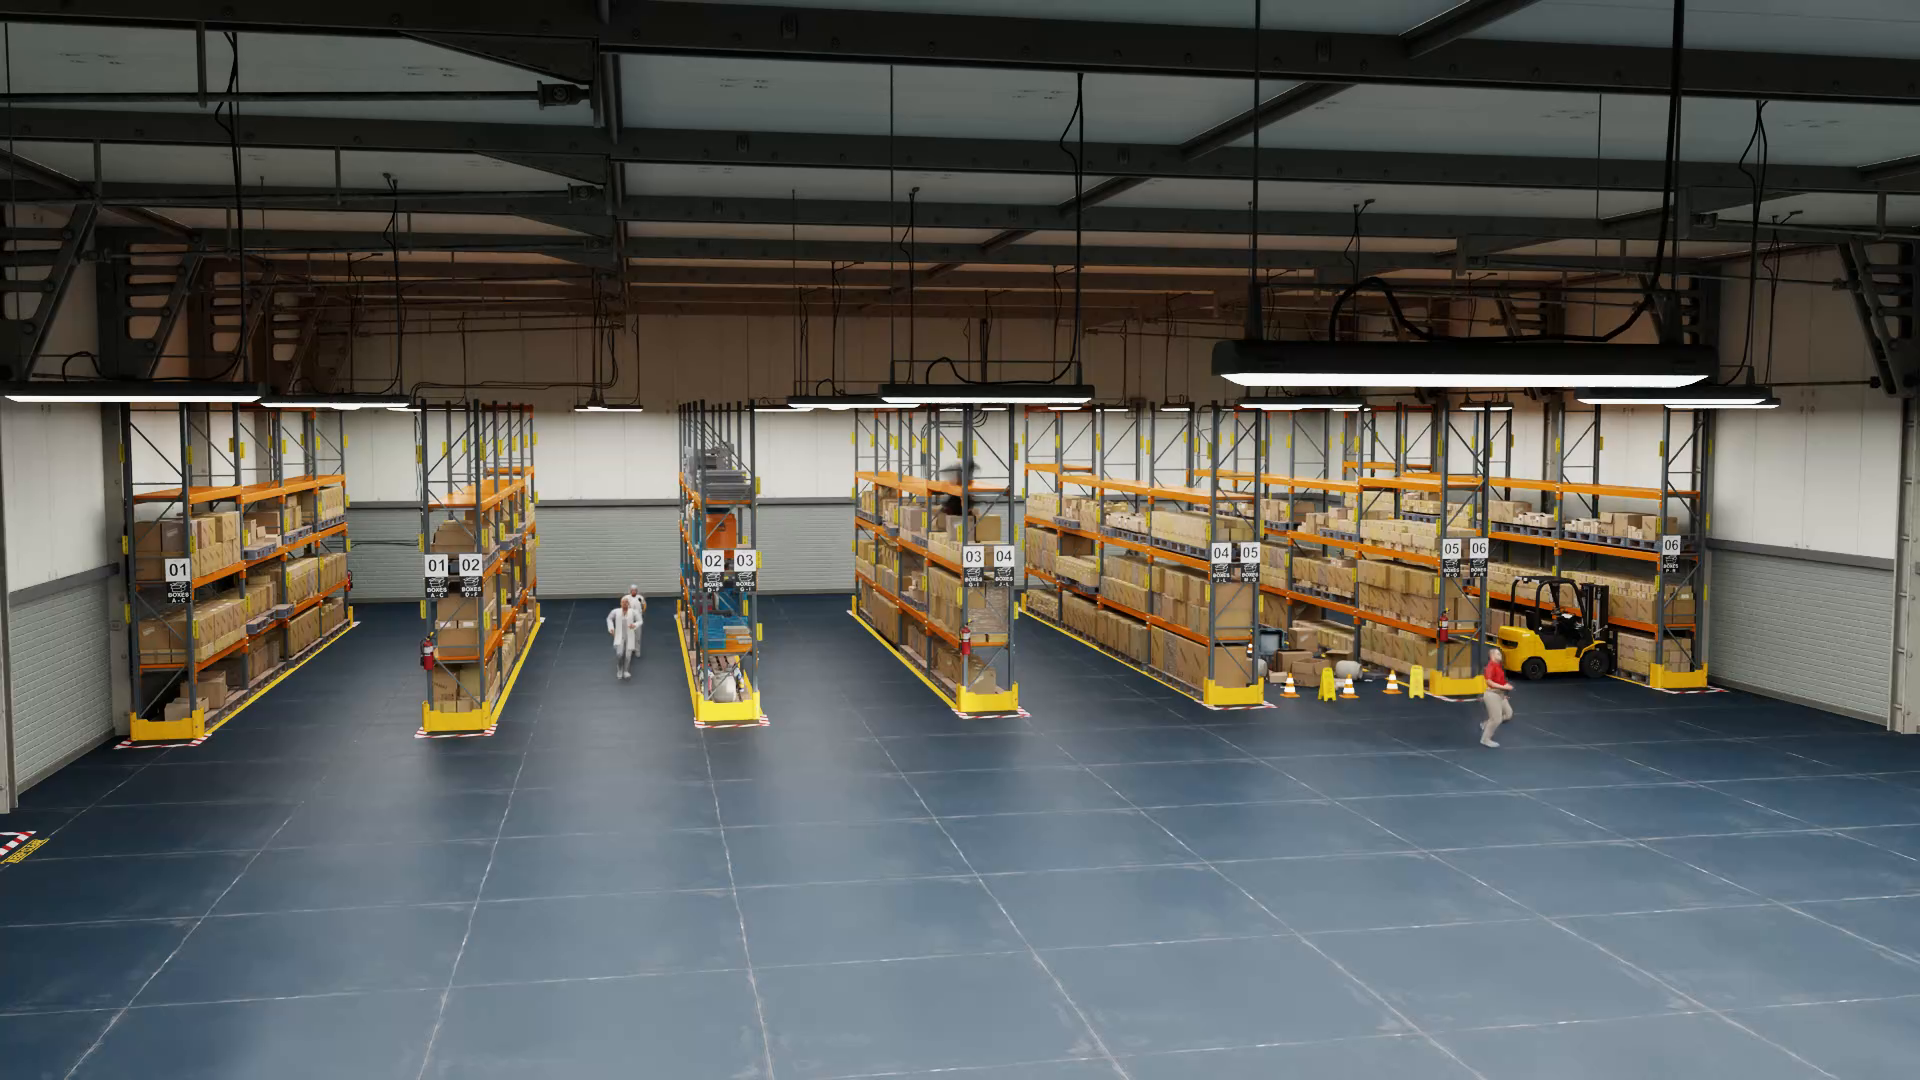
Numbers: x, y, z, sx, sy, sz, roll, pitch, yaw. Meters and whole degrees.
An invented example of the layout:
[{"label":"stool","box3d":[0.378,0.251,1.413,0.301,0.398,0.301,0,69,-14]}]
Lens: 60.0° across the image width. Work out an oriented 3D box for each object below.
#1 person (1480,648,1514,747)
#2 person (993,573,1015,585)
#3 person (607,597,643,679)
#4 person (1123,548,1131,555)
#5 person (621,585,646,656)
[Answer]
[{"label":"person","box3d":[9.263,2.711,28.679,0.578,1.696,0.716,2,5,30]},{"label":"person","box3d":[1.164,1.423,45.276,0.687,1.732,0.748,0,4,0]},{"label":"person","box3d":[-7.246,2.126,35.991,0.770,1.775,0.649,-1,4,-10]},{"label":"person","box3d":[5.187,1.074,50.612,0.973,1.666,0.532,-1,4,-10]},{"label":"person","box3d":[-7.739,1.890,39.490,0.612,1.653,0.894,-1,4,-15]}]
